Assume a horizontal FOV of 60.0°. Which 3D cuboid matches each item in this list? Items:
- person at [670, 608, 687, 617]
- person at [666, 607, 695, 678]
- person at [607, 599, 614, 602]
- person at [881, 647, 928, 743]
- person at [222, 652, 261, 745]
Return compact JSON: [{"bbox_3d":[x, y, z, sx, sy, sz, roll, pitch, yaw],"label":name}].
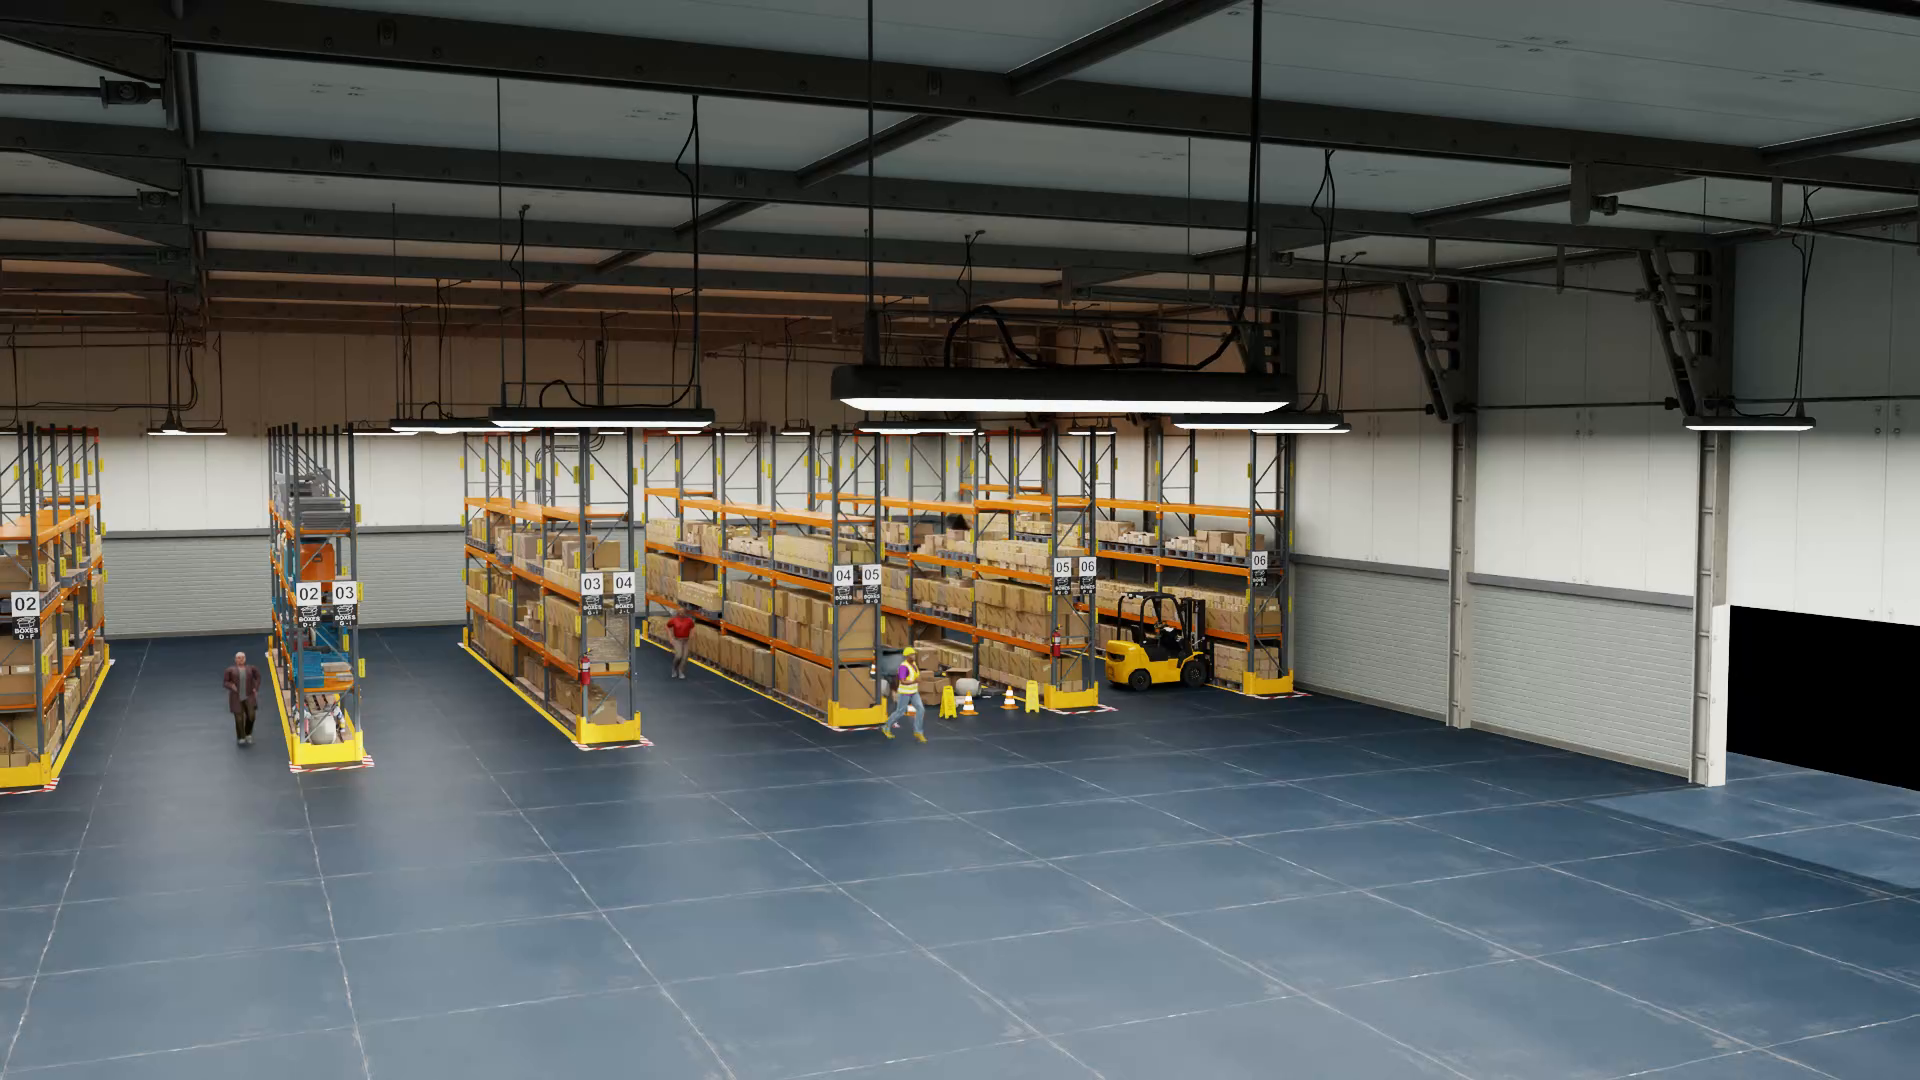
[{"bbox_3d":[-8.363,1.851,49.274,0.897,1.832,0.722,-2,4,-33],"label":"person"},{"bbox_3d":[-6.613,2.454,39.620,0.667,1.700,0.617,-2,4,-26],"label":"person"},{"bbox_3d":[-9.578,2.062,45.776,0.725,1.766,0.868,-1,4,-18],"label":"person"},{"bbox_3d":[-1.021,2.923,31.434,0.910,1.817,0.712,2,4,29],"label":"person"},{"bbox_3d":[-13.310,2.957,30.880,0.687,1.751,0.690,-2,4,-29],"label":"person"}]
